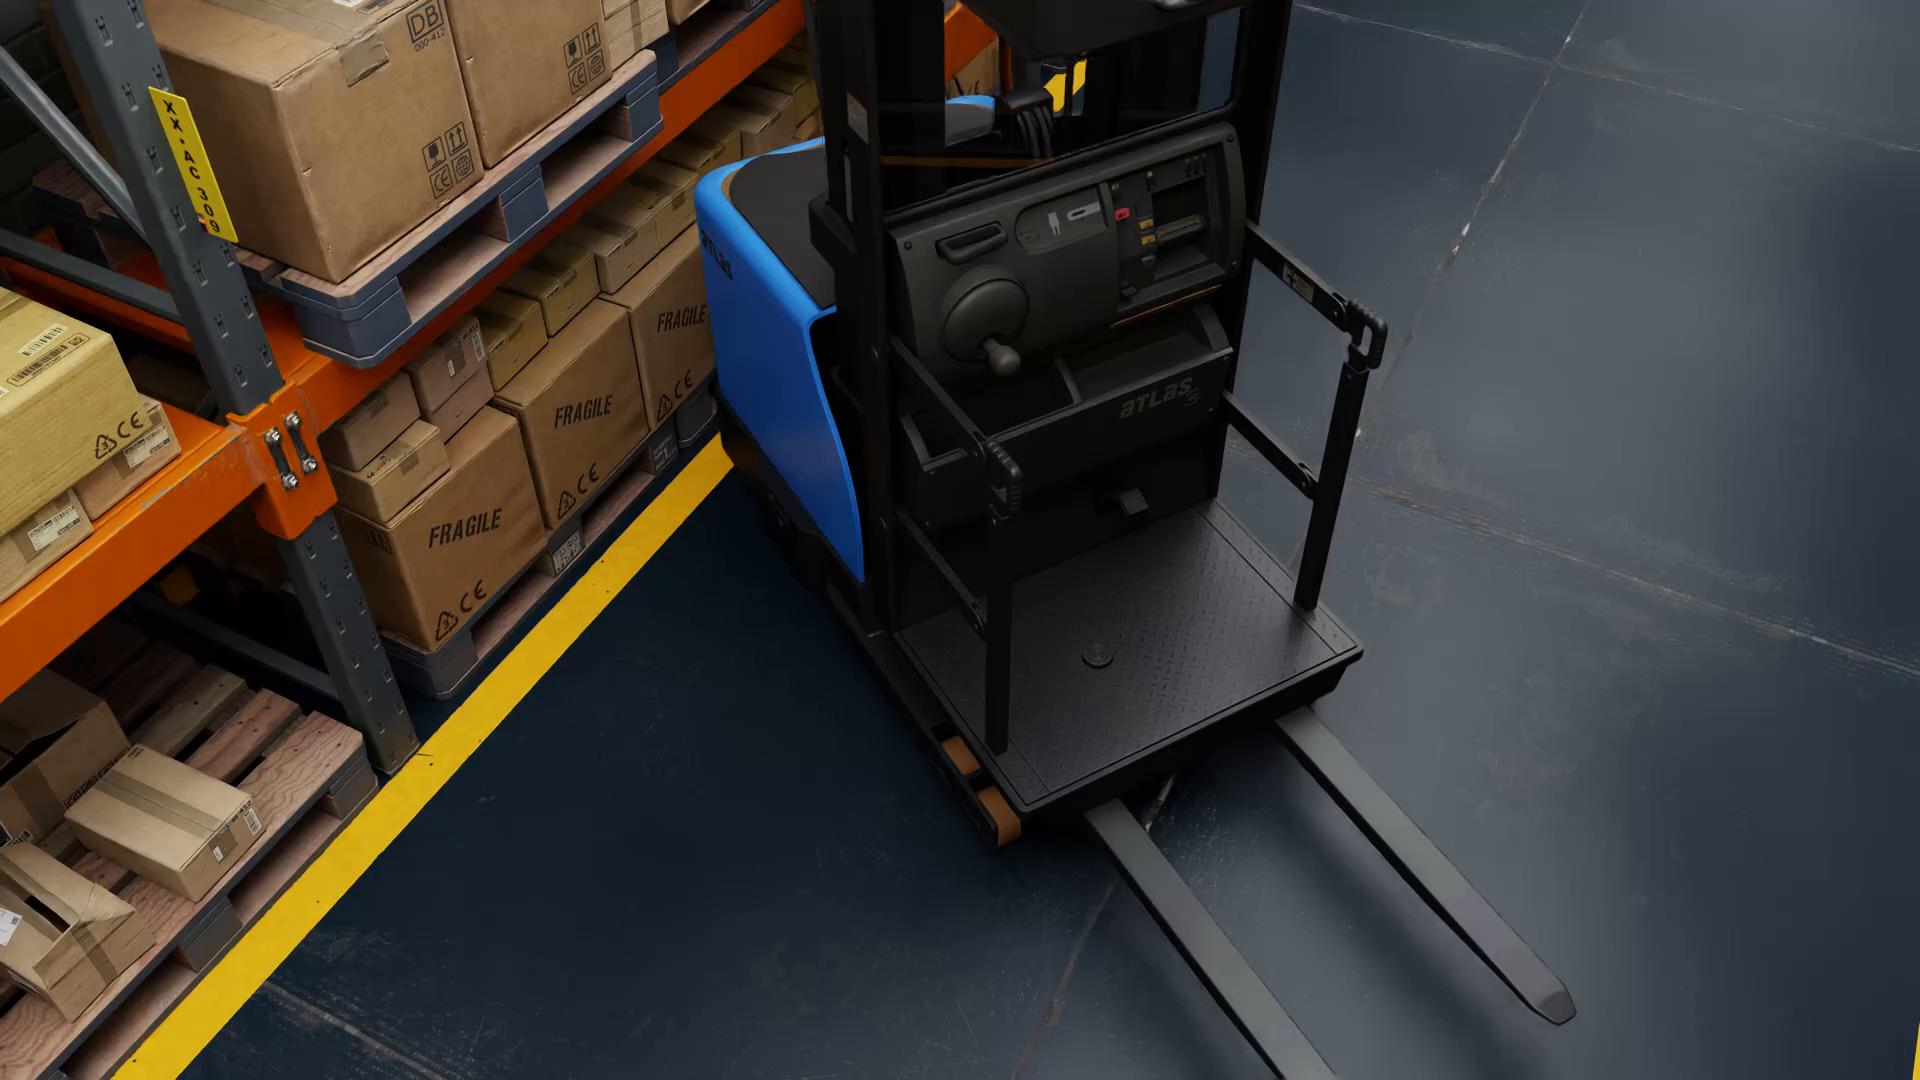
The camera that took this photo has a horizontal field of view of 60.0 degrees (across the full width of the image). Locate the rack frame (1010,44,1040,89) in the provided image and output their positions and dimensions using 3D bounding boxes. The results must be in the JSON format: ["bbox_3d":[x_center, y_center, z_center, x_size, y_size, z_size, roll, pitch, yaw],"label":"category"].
[{"bbox_3d":[-0.127,-3.120,6.224,1.000,3.000,0.127,20,49,19],"label":"rack frame"}]

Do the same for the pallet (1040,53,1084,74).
[{"bbox_3d":[0.289,-2.645,7.716,1.003,0.211,1.213,20,49,19],"label":"pallet"}]

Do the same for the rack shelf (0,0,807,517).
[{"bbox_3d":[-1.056,-1.607,5.235,1.077,0.370,4.000,20,49,19],"label":"rack shelf"}]

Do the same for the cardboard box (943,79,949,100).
[{"bbox_3d":[-0.375,-1.740,6.322,0.500,0.500,0.500,20,49,18],"label":"cardboard box"}]

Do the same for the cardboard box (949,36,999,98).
[{"bbox_3d":[-0.133,-2.051,6.631,0.500,0.500,0.500,22,49,20],"label":"cardboard box"}]

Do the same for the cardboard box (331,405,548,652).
[{"bbox_3d":[-1.560,-0.099,4.701,0.500,0.500,0.500,22,49,21],"label":"cardboard box"}]

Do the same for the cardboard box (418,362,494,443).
[{"bbox_3d":[-1.522,-0.435,4.577,0.380,0.149,0.250,19,48,18],"label":"cardboard box"}]

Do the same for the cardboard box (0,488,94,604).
[{"bbox_3d":[-2.010,-0.056,3.373,0.380,0.149,0.250,22,49,20],"label":"cardboard box"}]

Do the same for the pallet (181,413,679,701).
[{"bbox_3d":[-1.640,-0.145,5.245,1.003,0.211,1.213,20,49,19],"label":"pallet"}]

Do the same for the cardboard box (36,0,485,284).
[{"bbox_3d":[-1.561,-1.014,3.777,0.700,0.500,0.500,22,49,20],"label":"cardboard box"}]

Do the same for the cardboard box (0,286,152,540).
[{"bbox_3d":[-2.004,-0.250,3.285,0.500,0.250,0.500,22,49,20],"label":"cardboard box"}]

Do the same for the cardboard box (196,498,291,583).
[{"bbox_3d":[-2.018,-0.276,4.876,0.500,0.500,0.500,20,49,19],"label":"cardboard box"}]

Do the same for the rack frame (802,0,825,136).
[{"bbox_3d":[-0.306,-1.419,5.169,0.400,2.100,0.015,32,64,22],"label":"rack frame"}]

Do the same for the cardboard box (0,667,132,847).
[{"bbox_3d":[-2.500,0.536,4.207,0.500,0.311,0.500,22,49,20],"label":"cardboard box"}]

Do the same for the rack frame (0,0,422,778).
[{"bbox_3d":[-1.984,-0.600,3.734,1.000,3.000,0.127,20,49,19],"label":"rack frame"}]

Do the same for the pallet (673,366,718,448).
[{"bbox_3d":[-1.075,-0.916,6.007,1.003,0.211,1.213,20,49,19],"label":"pallet"}]

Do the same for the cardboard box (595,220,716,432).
[{"bbox_3d":[-1.086,-0.751,5.345,0.500,0.500,0.500,19,48,18],"label":"cardboard box"}]

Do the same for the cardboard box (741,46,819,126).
[{"bbox_3d":[-0.671,-1.580,5.709,0.380,0.149,0.250,20,49,18],"label":"cardboard box"}]

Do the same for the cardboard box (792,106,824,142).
[{"bbox_3d":[-0.615,-1.409,5.996,0.500,0.500,0.500,22,49,21],"label":"cardboard box"}]

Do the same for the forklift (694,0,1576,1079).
[{"bbox_3d":[0.387,-0.591,3.773,1.130,2.935,3.031,-22,49,-21],"label":"forklift"}]

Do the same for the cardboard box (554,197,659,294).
[{"bbox_3d":[-1.149,-0.923,5.059,0.380,0.149,0.250,20,49,19],"label":"cardboard box"}]

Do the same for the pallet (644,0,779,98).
[{"bbox_3d":[-1.026,-1.826,5.080,1.003,0.211,1.213,20,49,19],"label":"pallet"}]

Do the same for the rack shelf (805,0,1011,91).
[{"bbox_3d":[-0.154,-1.575,5.281,0.431,0.518,0.480,32,64,22],"label":"rack shelf"}]

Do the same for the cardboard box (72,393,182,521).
[{"bbox_3d":[-1.908,-0.227,3.542,0.380,0.149,0.250,21,49,20],"label":"cardboard box"}]

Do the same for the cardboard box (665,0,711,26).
[{"bbox_3d":[-0.957,-1.834,4.588,0.700,0.500,0.500,20,49,19],"label":"cardboard box"}]

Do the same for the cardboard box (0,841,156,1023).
[{"bbox_3d":[-2.148,0.886,3.892,0.396,0.266,0.258,22,49,20],"label":"cardboard box"}]

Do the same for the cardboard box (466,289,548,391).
[{"bbox_3d":[-1.413,-0.600,4.741,0.380,0.149,0.250,18,48,17],"label":"cardboard box"}]

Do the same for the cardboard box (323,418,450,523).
[{"bbox_3d":[-1.582,-0.235,4.379,0.380,0.149,0.250,23,50,21],"label":"cardboard box"}]

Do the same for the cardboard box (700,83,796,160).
[{"bbox_3d":[-0.773,-1.396,5.527,0.380,0.149,0.250,18,48,17],"label":"cardboard box"}]

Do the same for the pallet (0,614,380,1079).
[{"bbox_3d":[-2.304,0.813,4.299,1.003,0.211,1.213,20,49,19],"label":"pallet"}]

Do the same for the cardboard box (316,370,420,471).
[{"bbox_3d":[-1.636,-0.360,4.293,0.380,0.149,0.250,20,49,18],"label":"cardboard box"}]

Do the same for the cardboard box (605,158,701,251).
[{"bbox_3d":[-1.031,-1.078,5.213,0.380,0.149,0.250,22,49,20],"label":"cardboard box"}]

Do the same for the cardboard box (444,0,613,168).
[{"bbox_3d":[-1.321,-1.340,4.100,0.700,0.500,0.500,21,49,19],"label":"cardboard box"}]

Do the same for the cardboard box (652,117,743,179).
[{"bbox_3d":[-0.932,-1.258,5.390,0.380,0.149,0.250,21,49,19],"label":"cardboard box"}]

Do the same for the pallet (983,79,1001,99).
[{"bbox_3d":[-0.507,-1.682,6.764,1.003,0.211,1.213,20,49,19],"label":"pallet"}]

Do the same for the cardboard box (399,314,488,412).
[{"bbox_3d":[-1.504,-0.519,4.451,0.380,0.149,0.250,18,48,17],"label":"cardboard box"}]

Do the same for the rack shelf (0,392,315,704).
[{"bbox_3d":[-2.913,0.913,2.745,1.077,0.370,4.000,20,49,19],"label":"rack shelf"}]

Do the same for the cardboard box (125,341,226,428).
[{"bbox_3d":[-2.069,-0.424,4.566,0.380,0.149,0.250,19,48,18],"label":"cardboard box"}]

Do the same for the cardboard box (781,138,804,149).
[{"bbox_3d":[-0.840,-1.076,5.666,0.500,0.500,0.500,19,48,18],"label":"cardboard box"}]

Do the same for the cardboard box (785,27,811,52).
[{"bbox_3d":[-0.556,-1.737,5.864,0.380,0.149,0.250,22,49,20],"label":"cardboard box"}]

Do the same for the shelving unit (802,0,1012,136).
[{"bbox_3d":[-0.155,-1.583,5.270,0.431,2.100,0.503,32,64,22],"label":"shelving unit"}]

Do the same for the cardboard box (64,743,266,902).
[{"bbox_3d":[-1.983,0.703,4.156,0.380,0.149,0.250,19,48,18],"label":"cardboard box"}]

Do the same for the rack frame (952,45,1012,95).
[{"bbox_3d":[-0.005,-1.746,5.370,0.400,2.100,0.015,32,64,22],"label":"rack frame"}]

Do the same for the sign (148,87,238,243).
[{"bbox_3d":[-1.500,-0.730,3.254,0.100,0.325,0.005,20,49,19],"label":"sign"}]

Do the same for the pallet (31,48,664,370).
[{"bbox_3d":[-1.516,-1.000,4.264,1.003,0.211,1.213,20,49,19],"label":"pallet"}]

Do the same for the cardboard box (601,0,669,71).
[{"bbox_3d":[-0.999,-1.449,4.372,0.396,0.266,0.258,23,50,21],"label":"cardboard box"}]

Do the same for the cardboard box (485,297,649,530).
[{"bbox_3d":[-1.322,-0.438,5.036,0.500,0.500,0.500,20,49,19],"label":"cardboard box"}]

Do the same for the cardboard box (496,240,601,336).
[{"bbox_3d":[-1.298,-0.778,4.916,0.380,0.149,0.250,20,49,18],"label":"cardboard box"}]
